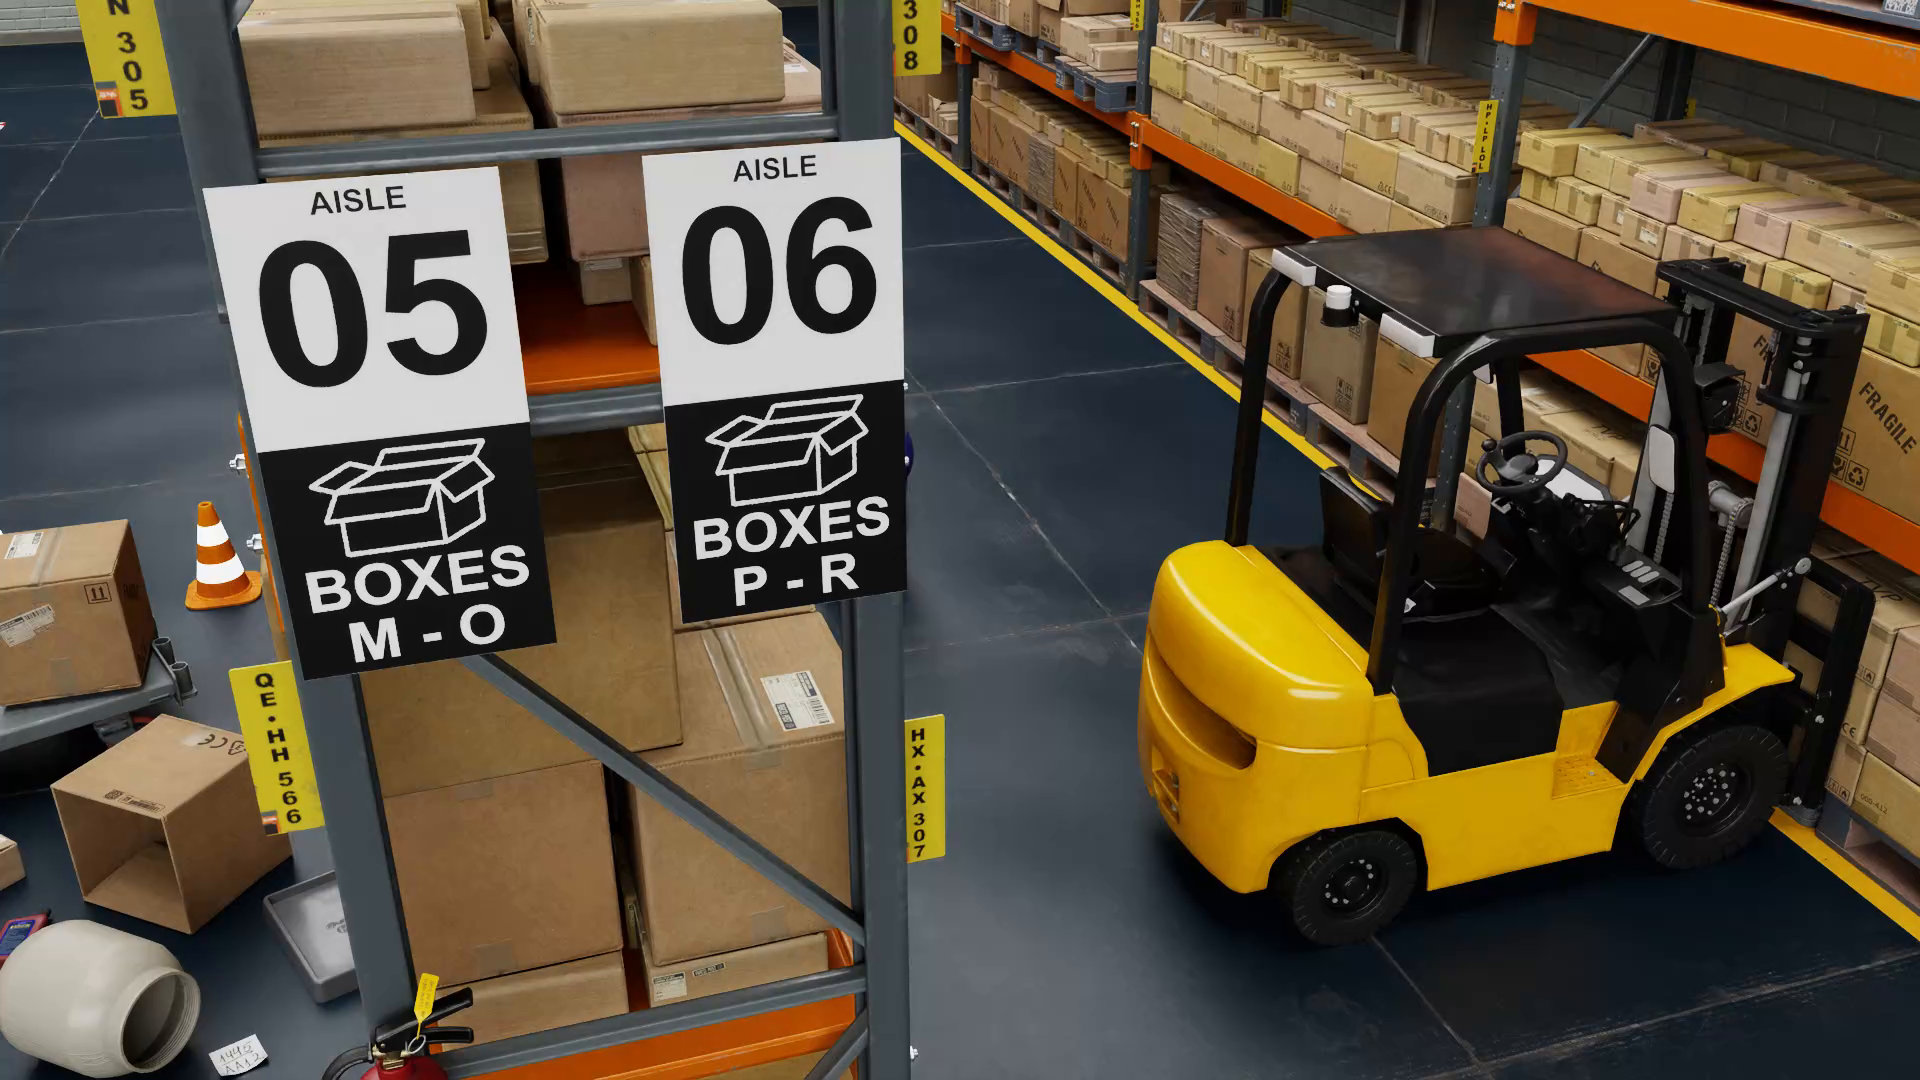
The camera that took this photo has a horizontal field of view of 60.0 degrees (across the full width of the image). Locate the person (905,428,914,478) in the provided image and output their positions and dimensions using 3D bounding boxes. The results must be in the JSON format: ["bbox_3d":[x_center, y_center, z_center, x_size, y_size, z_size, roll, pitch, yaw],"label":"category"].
[{"bbox_3d":[-0.530,-0.352,8.076,0.513,0.993,0.892,-10,28,-18],"label":"person"}]
